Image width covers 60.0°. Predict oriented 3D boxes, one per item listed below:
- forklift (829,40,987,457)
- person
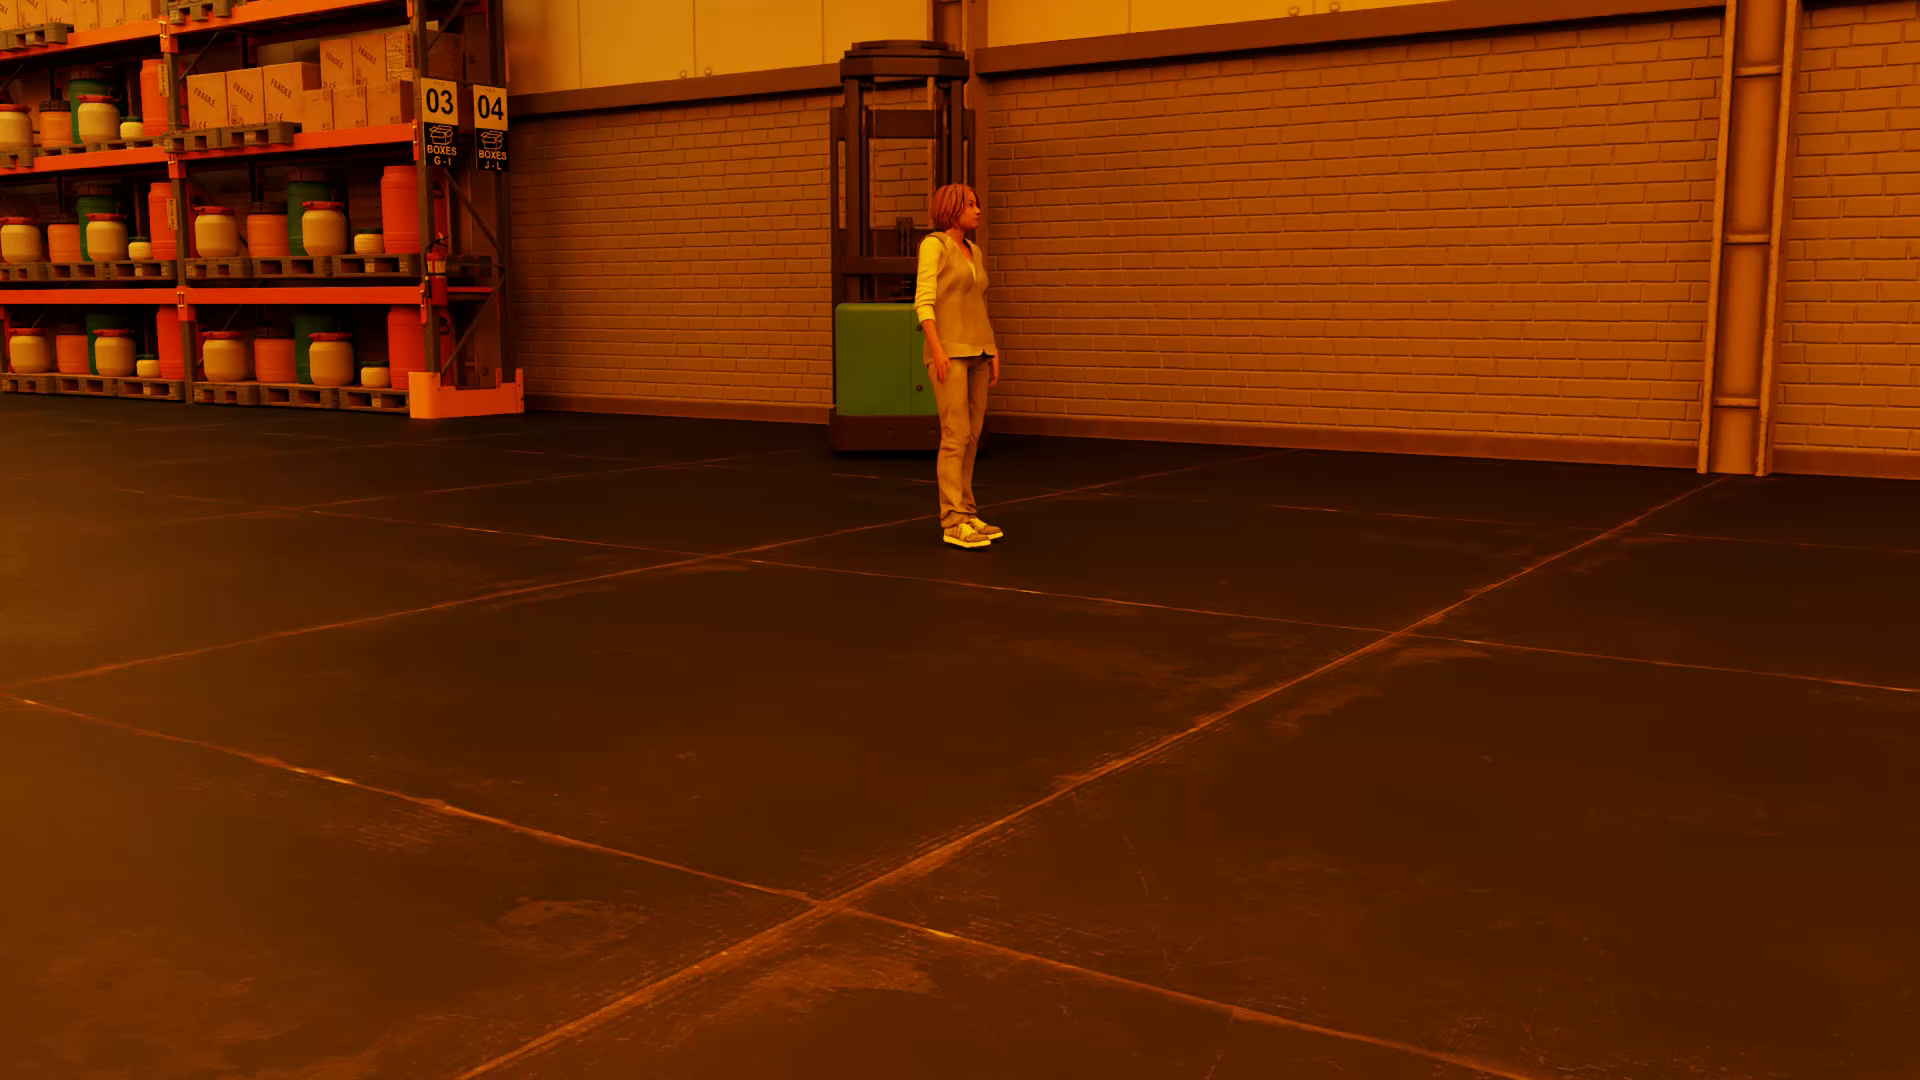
[{"bbox_3d":[-0.443,-2.208,12.717,1.130,2.935,3.031,-1,8,-4],"label":"forklift"},{"bbox_3d":[0.054,-0.791,7.437,0.473,1.599,0.520,5,10,34],"label":"person"}]
